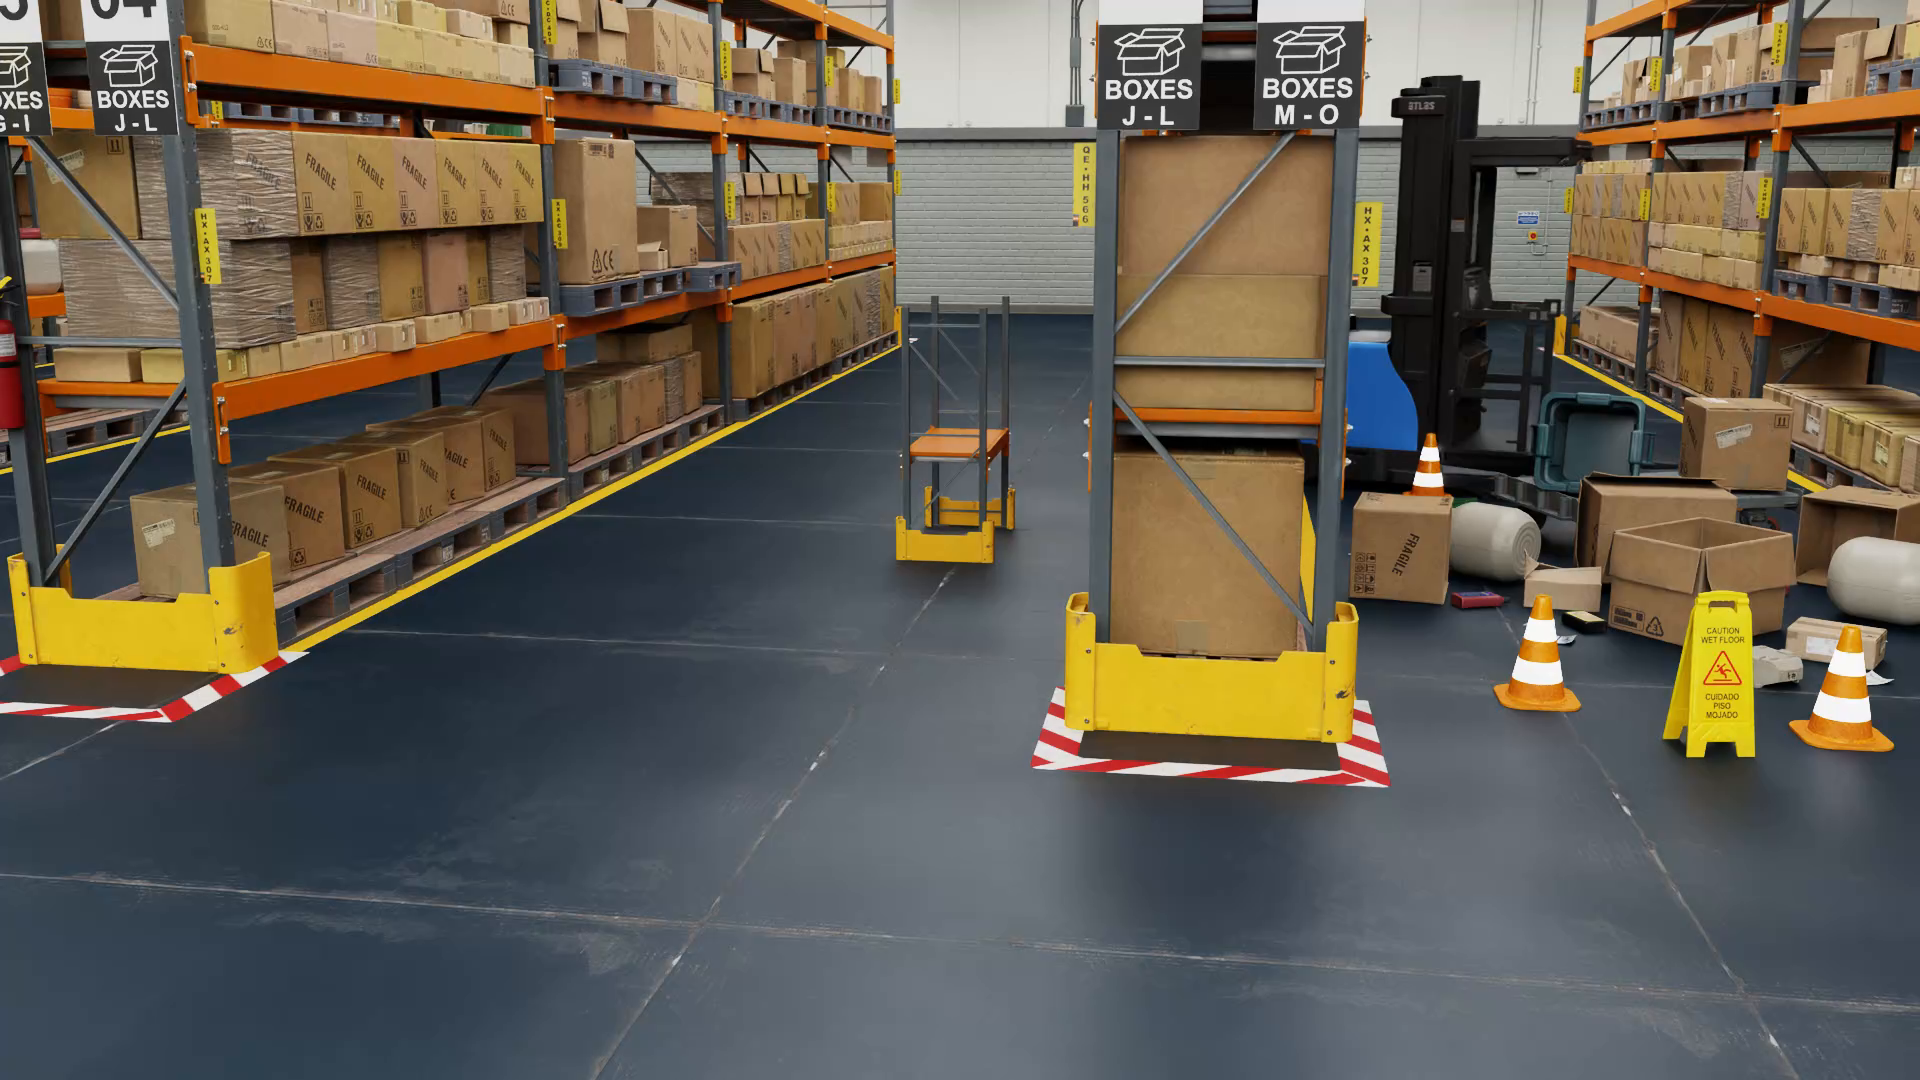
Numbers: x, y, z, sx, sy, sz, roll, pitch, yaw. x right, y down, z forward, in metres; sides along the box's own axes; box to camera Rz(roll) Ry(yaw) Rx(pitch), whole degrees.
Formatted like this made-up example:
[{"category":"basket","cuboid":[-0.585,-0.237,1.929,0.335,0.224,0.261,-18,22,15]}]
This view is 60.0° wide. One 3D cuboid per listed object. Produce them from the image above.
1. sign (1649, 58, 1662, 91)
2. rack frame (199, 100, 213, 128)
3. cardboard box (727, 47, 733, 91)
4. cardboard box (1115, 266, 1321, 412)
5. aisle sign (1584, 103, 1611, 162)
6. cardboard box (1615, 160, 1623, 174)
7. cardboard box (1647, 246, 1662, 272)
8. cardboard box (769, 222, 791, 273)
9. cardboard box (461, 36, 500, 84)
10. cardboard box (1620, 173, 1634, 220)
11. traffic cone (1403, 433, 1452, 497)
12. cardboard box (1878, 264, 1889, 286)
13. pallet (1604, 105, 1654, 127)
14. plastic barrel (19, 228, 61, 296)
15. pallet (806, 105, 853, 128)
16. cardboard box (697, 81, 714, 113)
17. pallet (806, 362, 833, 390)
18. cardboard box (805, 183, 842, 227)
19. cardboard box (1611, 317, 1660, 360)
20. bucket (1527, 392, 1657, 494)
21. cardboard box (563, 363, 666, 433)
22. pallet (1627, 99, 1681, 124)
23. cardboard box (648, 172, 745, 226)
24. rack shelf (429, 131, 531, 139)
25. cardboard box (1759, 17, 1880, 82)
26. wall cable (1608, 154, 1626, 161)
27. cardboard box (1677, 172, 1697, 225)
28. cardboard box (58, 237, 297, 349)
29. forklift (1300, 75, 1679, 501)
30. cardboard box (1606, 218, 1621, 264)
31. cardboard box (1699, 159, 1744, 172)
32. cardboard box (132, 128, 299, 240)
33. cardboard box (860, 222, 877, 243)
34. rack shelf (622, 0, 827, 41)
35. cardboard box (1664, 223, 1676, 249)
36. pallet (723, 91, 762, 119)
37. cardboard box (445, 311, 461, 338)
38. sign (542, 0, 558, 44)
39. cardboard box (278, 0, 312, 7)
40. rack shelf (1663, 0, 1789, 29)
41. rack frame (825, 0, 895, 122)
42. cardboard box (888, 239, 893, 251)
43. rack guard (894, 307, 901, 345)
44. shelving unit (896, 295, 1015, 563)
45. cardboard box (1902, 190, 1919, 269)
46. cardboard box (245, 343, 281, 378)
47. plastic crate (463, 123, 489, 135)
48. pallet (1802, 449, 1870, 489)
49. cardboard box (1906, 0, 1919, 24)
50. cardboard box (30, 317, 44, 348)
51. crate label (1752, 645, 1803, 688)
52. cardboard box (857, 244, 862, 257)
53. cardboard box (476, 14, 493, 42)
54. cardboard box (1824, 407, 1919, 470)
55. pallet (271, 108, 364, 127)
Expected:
[{"category":"sign","cuboid":[7.238,-4.841,17.300,0.100,0.325,0.005,2,12,9]},{"category":"rack frame","cuboid":[-7.515,-2.714,15.968,1.000,3.000,0.127,2,12,9]},{"category":"cardboard box","cuboid":[-2.552,-4.586,16.299,0.500,0.500,0.500,3,12,12]},{"category":"cardboard box","cuboid":[1.047,-0.859,7.002,0.875,0.550,0.550,2,12,9]},{"category":"aisle sign","cuboid":[8.126,-5.193,21.300,0.394,0.787,0.004,2,12,9]},{"category":"cardboard box","cuboid":[7.802,-4.310,19.223,0.380,0.149,0.250,2,12,9]},{"category":"cardboard box","cuboid":[7.458,-2.909,17.227,0.500,0.250,0.500,2,12,7]},{"category":"cardboard box","cuboid":[-2.046,-3.013,17.118,0.500,0.500,0.500,2,12,9]},{"category":"cardboard box","cuboid":[-3.138,-2.902,10.077,0.500,0.250,0.500,2,12,10]},{"category":"cardboard box","cuboid":[7.673,-3.815,18.467,0.500,0.500,0.500,2,12,8]},{"category":"traffic cone","cuboid":[3.348,-0.529,11.852,0.336,0.463,0.334,2,12,9]},{"category":"cardboard box","cuboid":[6.534,-1.810,11.373,0.380,0.149,0.250,2,12,9]},{"category":"pallet","cuboid":[8.113,-4.911,19.254,1.003,0.211,1.213,2,12,9]},{"category":"plastic barrel","cuboid":[-7.653,-2.293,13.690,0.433,0.535,0.433,0,12,0]},{"category":"pallet","cuboid":[-1.869,-4.979,19.569,1.003,0.211,1.213,2,12,9]},{"category":"cardboard box","cuboid":[-2.451,-3.840,14.427,0.500,0.250,0.500,2,12,9]},{"category":"pallet","cuboid":[-2.050,-1.860,18.624,1.003,0.211,1.213,2,12,9]},{"category":"cardboard box","cuboid":[-1.679,-3.916,19.416,0.500,0.500,0.500,2,12,9]},{"category":"cardboard box","cuboid":[8.126,-2.332,19.278,0.875,0.438,0.875,2,12,7]},{"category":"bucket","cuboid":[3.907,-0.579,10.223,0.726,0.611,0.620,7,4,28]},{"category":"cardboard box","cuboid":[-2.857,-1.173,13.704,0.700,0.500,0.500,3,13,13]},{"category":"pallet","cuboid":[7.923,-4.658,18.079,1.003,0.211,1.213,2,12,9]},{"category":"cardboard box","cuboid":[-2.492,-3.245,15.811,0.797,0.503,0.637,2,12,11]},{"category":"rack shelf","cuboid":[-6.592,-5.078,21.523,1.077,0.370,4.000,2,12,9]},{"category":"cardboard box","cuboid":[7.080,-4.038,13.749,0.797,0.503,0.637,1,12,5]},{"category":"wall cable","cuboid":[10.649,-5.526,26.602,0.588,1.984,0.122,2,12,9]},{"category":"cardboard box","cuboid":[7.305,-3.310,16.120,0.500,0.500,0.500,2,12,7]},{"category":"cardboard box","cuboid":[-3.739,-1.196,7.981,0.875,0.500,0.500,2,12,9]},{"category":"forklift","cuboid":[3.928,-1.821,11.984,3.031,2.935,1.130,6,14,27]},{"category":"cardboard box","cuboid":[7.742,-3.431,19.058,0.500,0.500,0.500,2,12,8]},{"category":"cardboard box","cuboid":[8.092,-3.977,17.679,0.380,0.149,0.250,2,12,8]},{"category":"cardboard box","cuboid":[-3.497,-1.677,7.839,0.500,0.500,0.500,2,12,9]},{"category":"cardboard box","cuboid":[-1.359,-3.970,21.445,0.500,0.250,0.500,1,12,7]},{"category":"rack shelf","cuboid":[-2.313,-5.356,16.641,1.077,0.370,4.000,2,12,9]},{"category":"cardboard box","cuboid":[7.388,-3.044,16.670,0.500,0.250,0.500,2,12,10]},{"category":"pallet","cuboid":[-2.574,-4.063,15.557,1.213,0.211,1.003,2,12,11]},{"category":"cardboard box","cuboid":[-3.220,-1.285,9.934,0.380,0.149,0.250,2,12,9]},{"category":"sign","cuboid":[-2.698,-3.424,10.915,0.100,0.325,0.005,2,12,9]},{"category":"cardboard box","cuboid":[-3.415,-2.688,8.135,0.380,0.149,0.250,2,12,11]},{"category":"rack shelf","cuboid":[7.479,-5.034,15.151,1.077,0.370,4.000,2,12,9]},{"category":"rack frame","cuboid":[-1.390,-7.152,22.318,1.000,3.000,0.127,2,12,9]},{"category":"cardboard box","cuboid":[-1.120,-4.011,22.583,0.380,0.149,0.250,2,12,10]},{"category":"rack guard","cuboid":[-1.386,-3.002,23.237,1.175,0.500,0.348,2,12,9]},{"category":"shelving unit","cuboid":[-0.012,-0.717,10.262,0.587,1.500,1.083,2,12,9]},{"category":"cardboard box","cuboid":[6.476,-2.006,10.743,0.500,0.500,0.500,2,12,9]},{"category":"cardboard box","cuboid":[-3.514,-0.869,8.000,0.380,0.149,0.250,2,12,9]},{"category":"plastic crate","cuboid":[-6.357,-5.279,21.374,0.437,0.136,0.530,2,12,9]},{"category":"pallet","cuboid":[6.860,-0.454,12.097,1.003,0.211,1.213,2,12,9]},{"category":"cardboard box","cuboid":[6.655,-3.581,11.040,0.500,0.250,0.500,2,12,10]},{"category":"cardboard box","cuboid":[-11.586,-2.589,20.277,0.500,0.500,0.500,2,12,8]},{"category":"crate label","cuboid":[3.643,0.570,7.524,0.250,0.136,0.298,-5,13,-21]},{"category":"cardboard box","cuboid":[-1.432,-3.584,20.601,0.380,0.149,0.250,2,12,9]},{"category":"cardboard box","cuboid":[-3.085,-3.124,10.160,0.380,0.149,0.250,1,12,6]},{"category":"cardboard box","cuboid":[6.847,-0.725,11.976,0.950,0.372,0.625,2,12,11]},{"category":"pallet","cuboid":[-7.095,-4.518,17.668,1.003,0.211,1.213,2,12,9]}]
